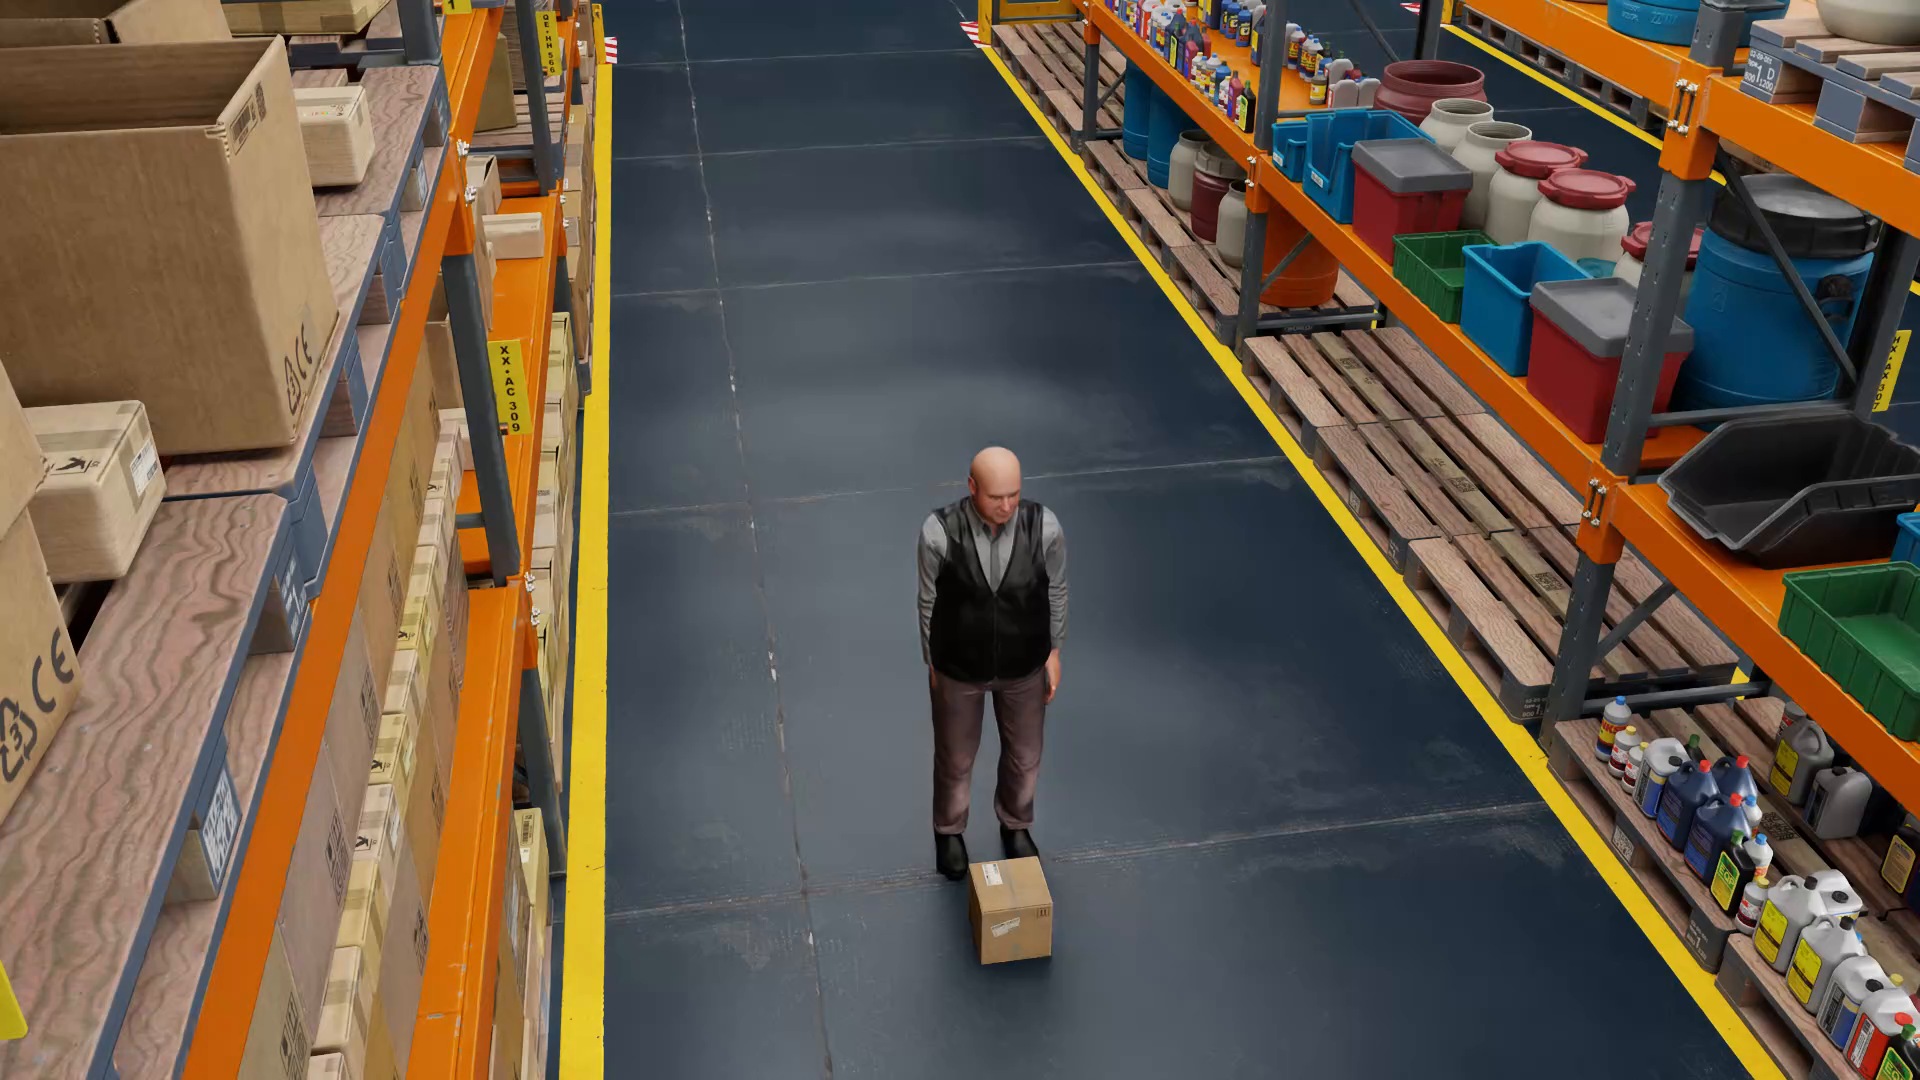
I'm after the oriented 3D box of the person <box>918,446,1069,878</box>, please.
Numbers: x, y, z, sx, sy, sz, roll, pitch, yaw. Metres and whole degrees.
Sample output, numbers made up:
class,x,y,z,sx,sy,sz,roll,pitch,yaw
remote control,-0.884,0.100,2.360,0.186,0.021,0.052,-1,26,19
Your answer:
class,x,y,z,sx,sy,sz,roll,pitch,yaw
person,0.120,0.440,5.921,0.534,1.713,0.357,-5,31,-8
